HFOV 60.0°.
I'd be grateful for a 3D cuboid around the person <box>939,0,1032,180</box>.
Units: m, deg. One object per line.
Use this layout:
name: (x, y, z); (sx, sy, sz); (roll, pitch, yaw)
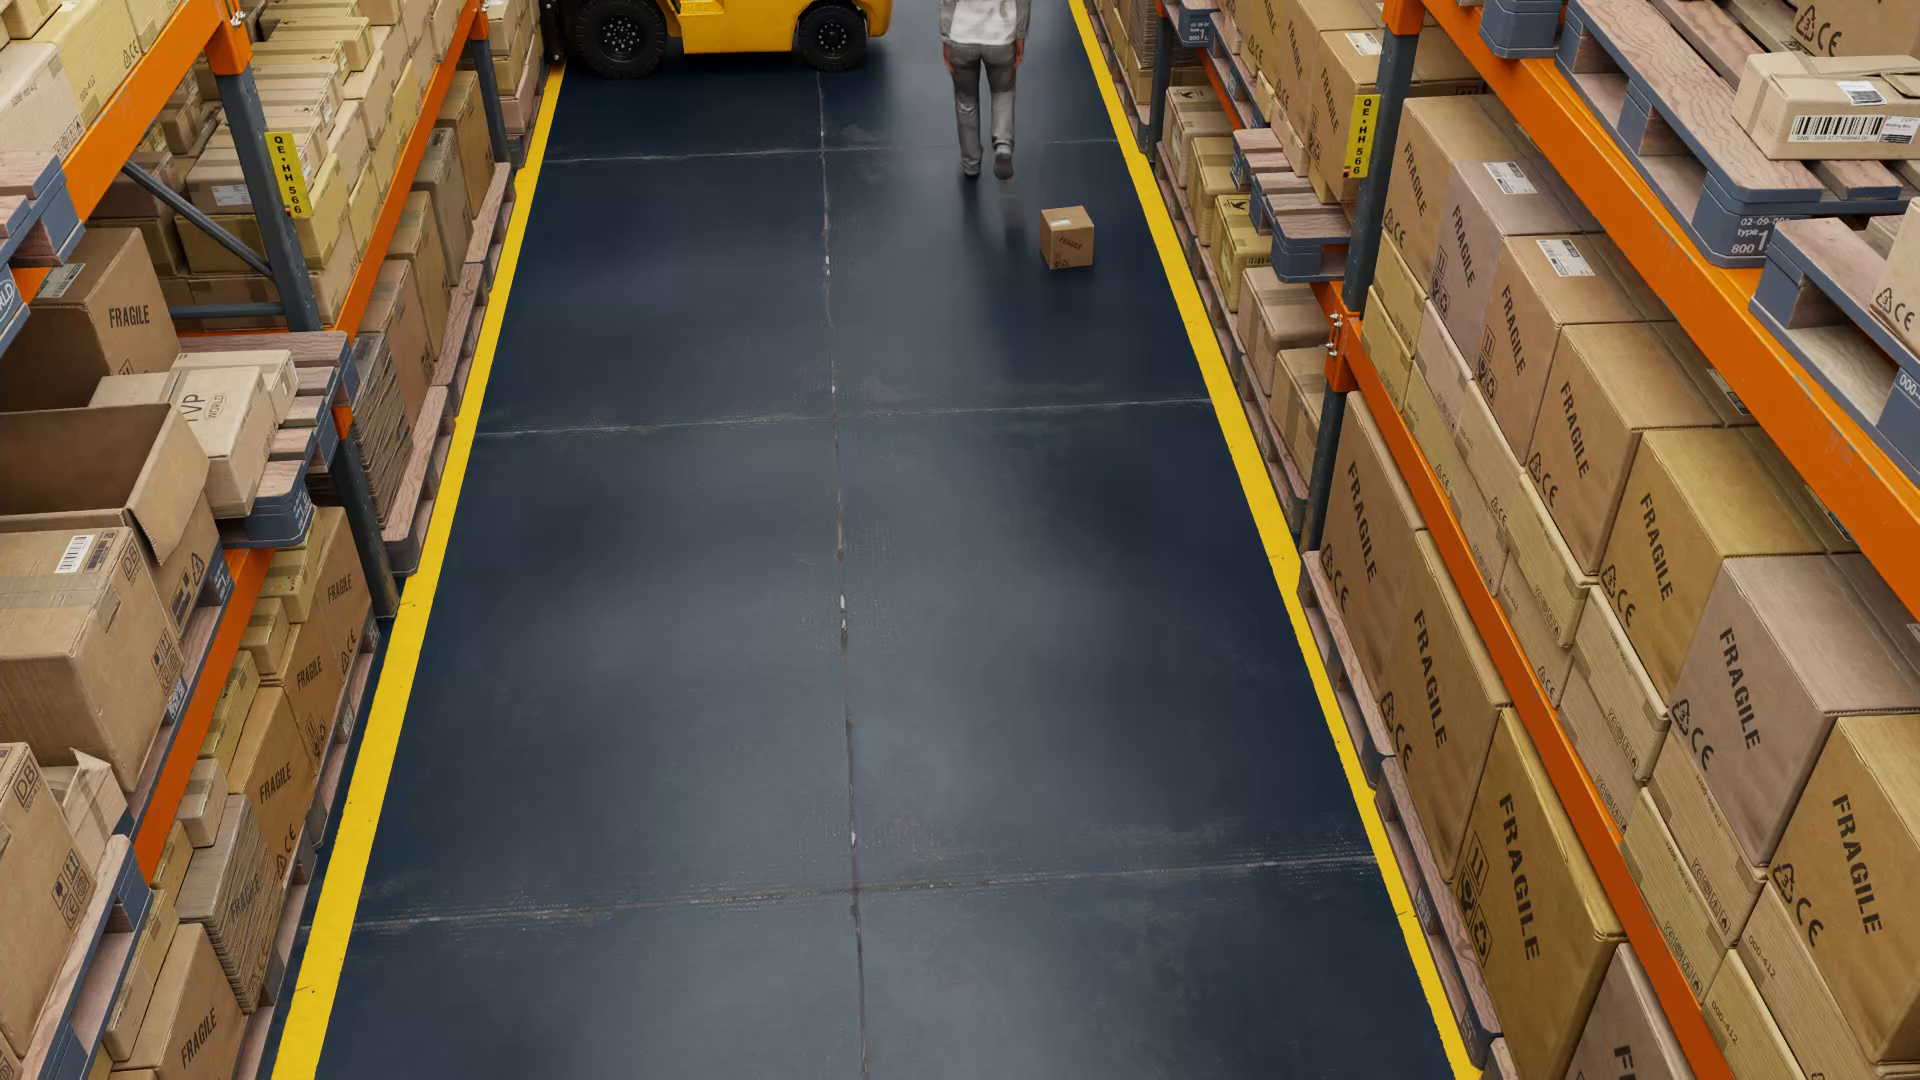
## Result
person: (0.145, -2.933, 9.752); (0.537, 1.757, 0.623); (-3, 39, -4)
